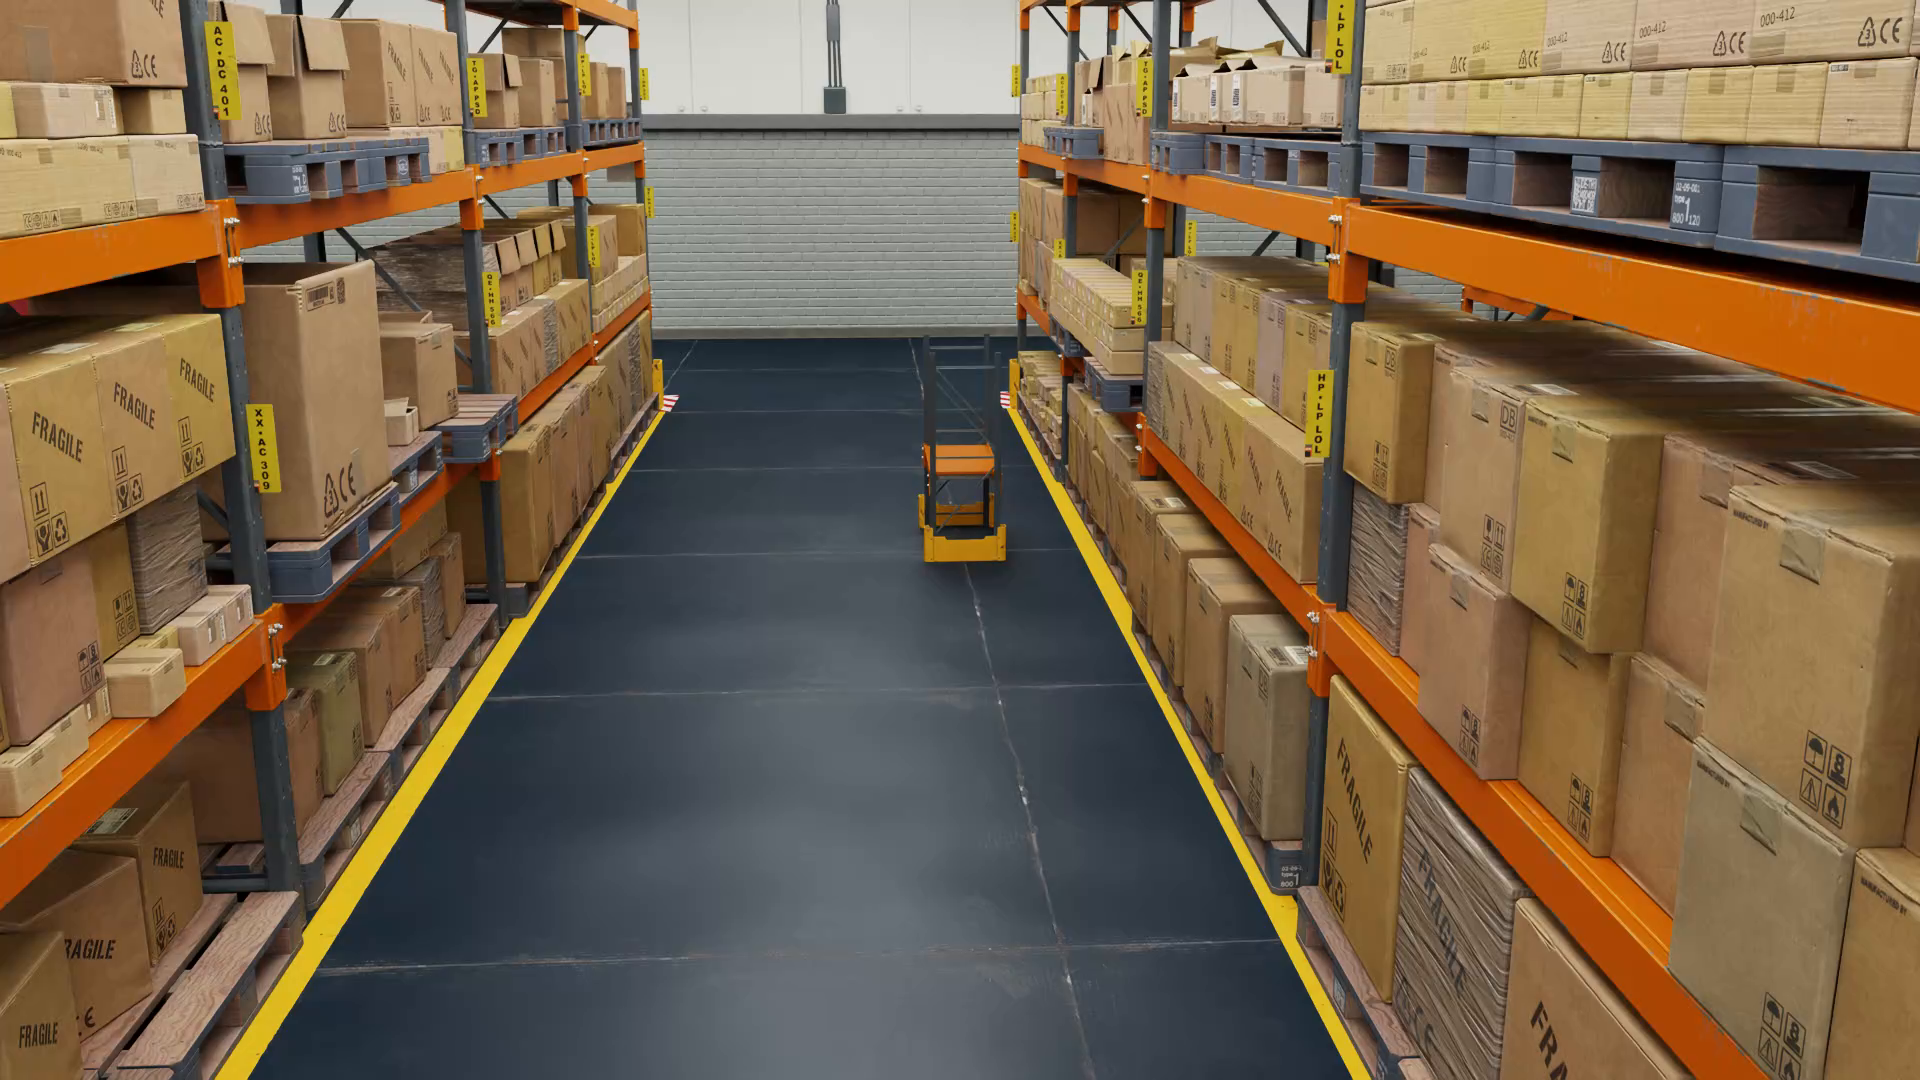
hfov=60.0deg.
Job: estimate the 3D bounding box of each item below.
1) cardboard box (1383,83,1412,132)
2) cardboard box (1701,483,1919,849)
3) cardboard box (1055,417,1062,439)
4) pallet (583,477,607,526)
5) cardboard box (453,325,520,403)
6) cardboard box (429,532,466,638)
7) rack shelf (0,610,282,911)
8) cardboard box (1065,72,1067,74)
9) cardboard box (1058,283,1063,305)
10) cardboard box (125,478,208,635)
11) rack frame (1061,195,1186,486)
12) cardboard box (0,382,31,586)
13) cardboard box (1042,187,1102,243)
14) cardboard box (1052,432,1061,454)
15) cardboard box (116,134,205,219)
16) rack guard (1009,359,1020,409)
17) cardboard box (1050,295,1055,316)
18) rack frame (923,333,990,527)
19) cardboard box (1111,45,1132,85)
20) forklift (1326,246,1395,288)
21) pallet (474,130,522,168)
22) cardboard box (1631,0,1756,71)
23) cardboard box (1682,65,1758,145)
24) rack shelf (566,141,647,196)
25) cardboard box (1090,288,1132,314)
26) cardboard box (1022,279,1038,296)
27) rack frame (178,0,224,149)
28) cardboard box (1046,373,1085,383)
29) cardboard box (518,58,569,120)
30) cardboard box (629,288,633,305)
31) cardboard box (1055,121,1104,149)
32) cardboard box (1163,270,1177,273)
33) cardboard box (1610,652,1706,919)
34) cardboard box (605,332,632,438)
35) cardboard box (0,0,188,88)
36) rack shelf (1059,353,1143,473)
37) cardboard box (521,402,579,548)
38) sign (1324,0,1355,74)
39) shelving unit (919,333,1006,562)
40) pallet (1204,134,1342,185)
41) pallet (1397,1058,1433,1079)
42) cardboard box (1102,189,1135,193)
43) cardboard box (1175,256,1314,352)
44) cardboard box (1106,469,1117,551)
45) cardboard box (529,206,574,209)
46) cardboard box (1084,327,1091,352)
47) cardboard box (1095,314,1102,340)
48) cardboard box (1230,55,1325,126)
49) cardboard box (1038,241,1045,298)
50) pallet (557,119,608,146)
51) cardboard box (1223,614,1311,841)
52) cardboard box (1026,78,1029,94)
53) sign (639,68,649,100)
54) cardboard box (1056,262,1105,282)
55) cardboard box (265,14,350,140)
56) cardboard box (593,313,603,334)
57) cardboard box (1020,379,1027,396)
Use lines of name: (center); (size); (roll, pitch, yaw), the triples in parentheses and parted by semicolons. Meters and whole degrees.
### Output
cardboard box: (1.574, -1.377, 5.300); (0.380, 0.149, 0.250); (-1, 14, -3)
cardboard box: (2.011, 0.216, 3.197); (0.875, 0.550, 0.550); (-1, 14, -3)
cardboard box: (1.041, -0.984, 14.614); (0.380, 0.149, 0.250); (-1, 14, -2)
pallet: (-3.456, -0.352, 13.469); (1.003, 0.211, 1.213); (-1, 14, -3)
cardboard box: (-3.090, -1.071, 10.470); (0.500, 0.500, 0.500); (0, 14, -2)
cardboard box: (-3.270, 0.266, 9.607); (0.700, 0.500, 0.500); (-2, 15, -6)
rack shelf: (-2.960, 0.943, 4.287); (1.077, 0.370, 4.000); (-1, 14, -3)
cardboard box: (1.085, -3.833, 13.882); (0.380, 0.149, 0.250); (-2, 15, -6)
cardboard box: (0.977, -1.936, 13.097); (0.380, 0.149, 0.250); (-1, 14, -2)
cardboard box: (-3.117, 0.017, 5.642); (0.875, 0.500, 0.500); (-1, 14, -3)
rack frame: (1.378, -1.944, 14.063); (1.000, 3.000, 0.127); (-1, 14, -3)
cardboard box: (-2.691, -0.099, 4.087); (0.500, 0.500, 0.500); (-1, 14, -3)
cardboard box: (1.024, -2.990, 15.322); (0.500, 0.500, 0.500); (-1, 14, -2)
cardboard box: (1.013, -0.859, 14.724); (0.380, 0.149, 0.250); (-1, 14, -3)
cardboard box: (-2.795, -1.174, 5.350); (0.500, 0.250, 0.500); (0, 14, -1)
rack guard: (1.134, -1.709, 18.167); (1.175, 0.500, 0.348); (-1, 14, -3)
cardboard box: (0.943, -1.921, 13.633); (0.380, 0.149, 0.250); (-2, 15, -6)
rack frame: (-0.026, -0.832, 12.748); (0.500, 1.500, 0.032); (-1, 14, -3)
cardboard box: (1.241, -3.237, 11.332); (0.396, 0.266, 0.258); (-1, 14, -3)
forklift: (3.869, -1.971, 14.304); (3.031, 2.935, 1.130); (2, 15, 9)
pallet: (-3.424, -2.418, 10.265); (1.213, 0.211, 1.003); (0, 14, -1)
cardboard box: (1.751, -1.102, 3.432); (0.500, 0.250, 0.500); (-1, 14, -4)
cardboard box: (1.699, -0.873, 3.342); (0.380, 0.149, 0.250); (-1, 14, -4)
rack shelf: (-3.703, -3.494, 15.512); (1.077, 0.370, 4.000); (-1, 14, -3)
cardboard box: (1.088, -1.628, 11.301); (0.380, 0.149, 0.250); (0, 14, -2)
cardboard box: (0.843, -2.601, 17.121); (0.380, 0.149, 0.250); (-1, 14, -5)
rack frame: (-3.084, -2.809, 5.383); (1.000, 3.000, 0.127); (-1, 14, -3)
cardboard box: (1.035, -1.526, 16.123); (0.380, 0.149, 0.250); (-1, 14, -3)
cardboard box: (-3.688, -3.839, 14.165); (0.700, 0.500, 0.500); (-2, 15, -7)
cardboard box: (-3.395, -2.364, 16.198); (0.380, 0.149, 0.250); (-1, 14, -3)
cardboard box: (1.078, -3.442, 14.166); (0.500, 0.250, 0.500); (-1, 14, -2)
cardboard box: (1.657, -1.960, 12.590); (0.380, 0.149, 0.250); (-1, 14, -5)
cardboard box: (2.088, 0.598, 3.880); (0.875, 0.550, 0.550); (-1, 14, -3)
cardboard box: (-3.596, -1.456, 15.588); (0.875, 0.875, 0.875); (-1, 14, -3)
cardboard box: (-2.801, -1.682, 5.225); (0.500, 0.500, 0.500); (-1, 14, -5)
rack shelf: (1.501, -1.098, 12.219); (1.077, 0.370, 4.000); (-1, 14, -3)
cardboard box: (-3.401, -0.466, 11.739); (1.225, 0.875, 0.875); (-1, 14, -3)
sign: (1.332, -1.799, 5.811); (0.100, 0.325, 0.005); (-1, 14, -3)
shelving unit: (0.005, -0.707, 12.266); (0.587, 1.500, 1.083); (-1, 14, -3)
pallet: (1.790, -1.873, 8.146); (1.003, 0.211, 1.213); (0, 14, -1)
pallet: (1.921, 1.890, 4.756); (1.003, 0.211, 1.213); (-1, 14, -3)
cardboard box: (1.545, -2.866, 14.840); (0.500, 0.500, 0.500); (-1, 14, -5)
cardboard box: (1.643, -1.370, 9.625); (0.700, 0.500, 0.500); (-1, 14, -4)
cardboard box: (1.295, -0.231, 11.578); (0.500, 0.500, 0.500); (0, 14, -1)
cardboard box: (-4.036, -3.074, 16.654); (0.500, 0.500, 0.500); (-1, 14, -5)
cardboard box: (1.076, -1.401, 11.615); (0.380, 0.149, 0.250); (-2, 15, -6)
cardboard box: (1.103, -1.423, 11.101); (0.380, 0.149, 0.250); (-1, 14, -2)
cardboard box: (1.545, -2.048, 7.584); (0.500, 0.311, 0.500); (-1, 14, -5)
cardboard box: (1.005, -2.505, 15.447); (0.500, 0.500, 0.500); (-1, 14, -4)
pallet: (-3.619, -3.506, 14.292); (1.003, 0.211, 1.213); (-1, 14, -3)
cardboard box: (1.745, 0.779, 7.153); (1.050, 0.750, 0.750); (-1, 14, -4)
cardboard box: (0.864, -4.538, 16.621); (0.380, 0.149, 0.250); (-1, 14, -4)
sign: (-3.285, -4.736, 17.274); (0.100, 0.325, 0.005); (-1, 14, -3)
cardboard box: (0.966, -2.140, 13.290); (0.380, 0.149, 0.250); (0, 14, -2)
cardboard box: (-3.073, -1.962, 7.062); (0.797, 0.503, 0.637); (0, 14, -1)
cardboard box: (-3.265, -1.850, 14.200); (0.380, 0.149, 0.250); (-1, 14, -3)
cardboard box: (0.843, -1.626, 17.706); (0.380, 0.149, 0.250); (-1, 14, -2)
